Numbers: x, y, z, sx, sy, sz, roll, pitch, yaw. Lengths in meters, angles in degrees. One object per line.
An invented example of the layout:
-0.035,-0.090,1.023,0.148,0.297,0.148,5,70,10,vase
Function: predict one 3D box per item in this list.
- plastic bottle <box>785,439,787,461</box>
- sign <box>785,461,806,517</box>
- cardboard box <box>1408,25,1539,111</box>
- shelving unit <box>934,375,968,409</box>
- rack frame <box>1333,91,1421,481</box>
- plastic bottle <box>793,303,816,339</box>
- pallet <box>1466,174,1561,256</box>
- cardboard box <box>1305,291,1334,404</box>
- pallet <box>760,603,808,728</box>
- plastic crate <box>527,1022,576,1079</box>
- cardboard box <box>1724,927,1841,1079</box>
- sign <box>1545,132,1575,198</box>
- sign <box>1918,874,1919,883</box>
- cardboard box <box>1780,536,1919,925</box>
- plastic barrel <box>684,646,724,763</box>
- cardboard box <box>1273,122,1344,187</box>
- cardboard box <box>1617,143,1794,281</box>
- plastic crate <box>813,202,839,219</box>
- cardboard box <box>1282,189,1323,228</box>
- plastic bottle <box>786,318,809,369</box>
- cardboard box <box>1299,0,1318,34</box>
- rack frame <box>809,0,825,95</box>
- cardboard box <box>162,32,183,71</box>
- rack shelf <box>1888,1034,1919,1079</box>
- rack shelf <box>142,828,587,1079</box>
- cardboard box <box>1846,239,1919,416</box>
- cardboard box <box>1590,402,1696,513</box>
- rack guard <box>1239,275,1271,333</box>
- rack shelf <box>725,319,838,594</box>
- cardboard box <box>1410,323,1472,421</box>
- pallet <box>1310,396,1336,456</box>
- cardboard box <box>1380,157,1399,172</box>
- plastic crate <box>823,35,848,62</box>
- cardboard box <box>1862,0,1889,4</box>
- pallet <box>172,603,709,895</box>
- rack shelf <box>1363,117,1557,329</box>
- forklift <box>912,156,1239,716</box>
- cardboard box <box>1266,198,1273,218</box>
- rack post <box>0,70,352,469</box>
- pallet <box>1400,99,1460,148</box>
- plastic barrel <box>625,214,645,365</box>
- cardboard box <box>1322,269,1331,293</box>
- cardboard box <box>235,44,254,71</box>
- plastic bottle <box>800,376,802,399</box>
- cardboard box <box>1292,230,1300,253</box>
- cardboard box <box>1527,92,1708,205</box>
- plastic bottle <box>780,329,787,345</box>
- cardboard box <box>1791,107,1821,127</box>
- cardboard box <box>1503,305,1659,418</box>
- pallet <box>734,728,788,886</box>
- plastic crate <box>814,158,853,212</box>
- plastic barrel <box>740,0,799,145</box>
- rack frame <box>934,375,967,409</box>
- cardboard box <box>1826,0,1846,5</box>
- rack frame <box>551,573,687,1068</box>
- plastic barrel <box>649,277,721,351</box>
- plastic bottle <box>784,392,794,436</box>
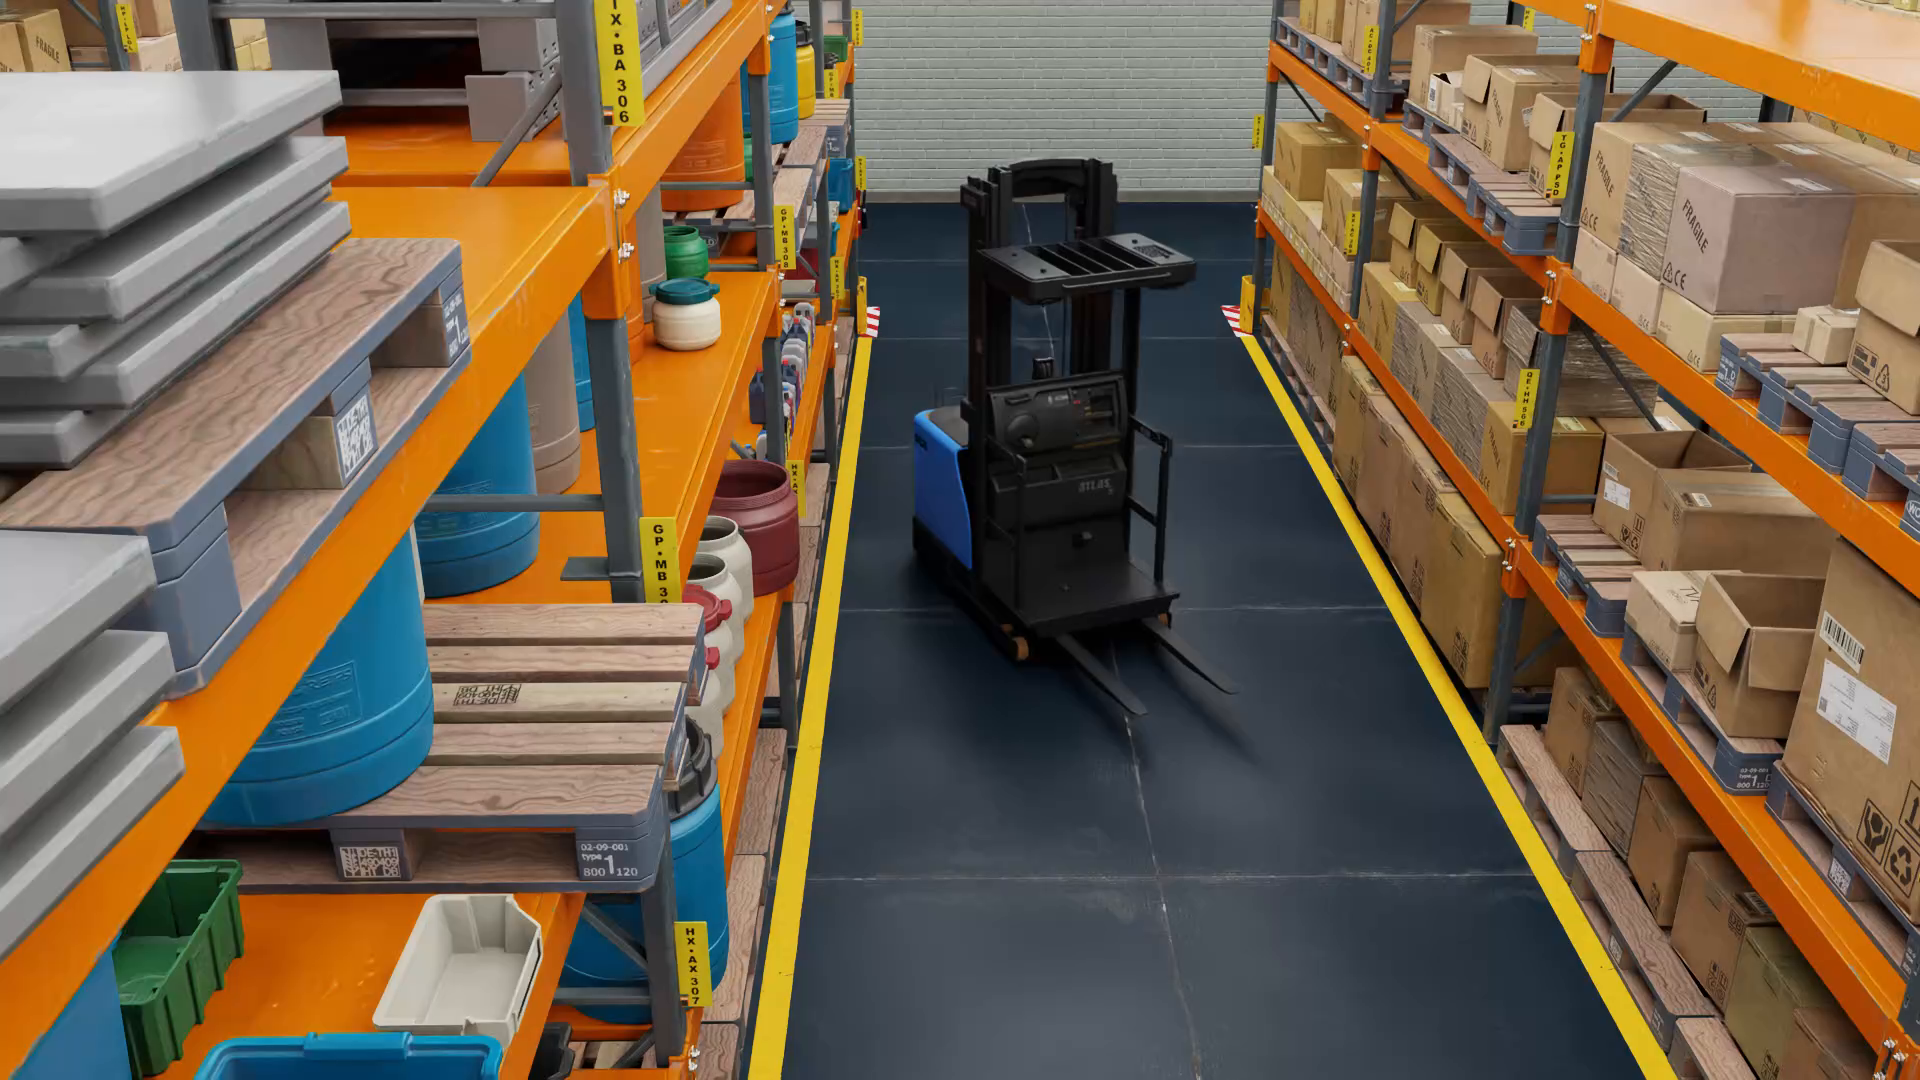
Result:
-1.071,-0.565,9.885,0.061,0.283,0.133,0,24,-1,plastic bottle
-0.879,-0.272,8.898,0.100,0.325,0.005,0,24,-1,sign
3.497,-3.228,11.359,0.700,0.500,0.500,0,24,1,cardboard box
-0.041,-0.574,11.947,0.258,1.200,0.189,-7,25,-16,shelving unit
3.480,-1.863,12.613,1.000,3.000,0.127,0,24,-1,rack frame
-1.145,-1.624,12.234,0.152,0.276,0.135,0,24,-1,plastic bottle
3.464,-1.761,8.976,1.213,0.211,1.003,1,24,2,pallet
3.543,-1.730,14.386,0.875,0.875,0.875,0,24,-1,cardboard box
-1.479,0.753,10.212,1.003,0.211,1.213,0,24,-1,pallet
-1.507,1.700,4.810,0.767,0.338,0.504,0,24,-1,plastic crate
3.596,1.922,6.743,0.700,0.500,0.500,0,24,-1,cardboard box
2.969,-1.854,8.230,0.100,0.325,0.005,0,24,-1,sign
3.013,0.910,5.077,0.100,0.325,0.005,0,24,-1,sign
3.699,0.641,5.839,1.000,1.000,1.000,0,24,0,cardboard box
-1.184,0.696,6.789,0.433,0.535,0.433,0,24,0,plastic barrel
3.177,-3.515,15.177,0.500,0.500,0.500,-1,24,-2,cardboard box
3.274,-1.451,7.334,0.500,0.500,0.500,0,24,0,cardboard box
-1.326,-3.061,15.509,0.396,0.136,0.243,0,24,-1,plastic crate
3.186,-2.958,14.856,0.500,0.250,0.500,-1,24,-2,cardboard box
-1.133,-1.365,11.571,0.144,0.351,0.185,0,24,-1,plastic bottle
3.381,-4.714,14.524,0.700,0.500,0.500,-1,24,-2,cardboard box
-1.472,-4.574,11.328,1.000,3.000,0.127,0,24,-1,rack frame
-6.190,-3.754,12.729,0.500,0.250,0.500,0,24,-1,cardboard box
3.589,2.585,3.650,1.077,0.370,4.000,0,24,-1,rack shelf
-1.363,1.241,2.983,1.077,0.370,4.000,0,24,-1,rack shelf
3.650,-0.754,5.886,0.797,0.503,0.637,1,24,2,cardboard box
3.791,-0.462,9.394,0.500,0.500,0.500,0,24,1,cardboard box
3.436,-2.382,16.794,1.175,0.500,0.348,0,24,-1,rack guard
-1.451,-0.689,10.890,1.077,0.370,4.000,0,24,-1,rack shelf
3.258,-1.092,10.786,0.500,0.500,0.500,0,24,0,cardboard box
3.550,-0.906,13.881,1.003,0.211,1.213,0,24,-1,pallet
3.723,-2.888,13.790,0.500,0.500,0.500,-1,24,-2,cardboard box
-1.220,-4.354,14.738,0.450,0.188,0.336,0,24,-1,plastic crate
8.090,-4.748,14.443,0.380,0.149,0.250,0,24,0,cardboard box
-1.280,0.472,4.040,1.213,0.211,1.003,0,24,-1,pallet
3.502,-2.078,10.321,1.077,0.370,4.000,0,24,-1,rack shelf
0.714,-0.767,10.274,1.130,2.935,3.031,-10,26,-21,forklift
3.115,-3.144,15.749,0.380,0.149,0.250,-1,24,-1,cardboard box
-1.394,-0.394,2.175,0.937,0.300,0.954,-1,24,-2,rack post
3.540,-2.765,11.200,0.805,0.209,1.217,-1,24,-3,pallet
-1.630,-1.146,6.867,0.600,0.830,0.708,0,24,-1,plastic barrel
3.144,-2.085,13.408,0.380,0.149,0.250,-1,24,-1,cardboard box
-6.198,-3.938,13.743,0.500,0.250,0.500,0,24,-1,cardboard box
-1.103,-1.032,11.017,0.097,0.201,0.097,0,24,0,plastic bottle
3.129,-2.615,14.581,0.380,0.149,0.250,-1,24,-2,cardboard box
3.445,-2.071,8.798,0.797,0.503,0.637,1,24,3,cardboard box
-1.277,-1.364,11.570,0.144,0.351,0.185,0,24,-1,plastic bottle
8.137,-3.943,15.515,0.500,0.500,0.500,0,24,-1,cardboard box
3.532,-1.019,9.408,0.797,0.503,0.637,1,24,1,cardboard box
-1.459,1.397,8.788,1.003,0.211,1.213,0,24,-1,pallet
-1.326,-3.396,15.885,0.616,0.435,0.499,0,24,-1,plastic crate
-1.301,-2.925,10.202,0.600,0.901,0.708,0,24,-1,plastic barrel
-0.069,-0.610,12.026,0.240,1.200,0.006,-7,25,-16,rack frame
8.142,-4.832,15.113,0.500,0.250,0.500,0,24,0,cardboard box
-1.385,1.456,5.275,1.000,3.000,0.127,0,24,-1,rack frame
-1.181,-0.973,7.174,0.301,0.262,0.301,0,24,0,plastic barrel
-1.077,-0.796,10.394,0.061,0.283,0.133,0,24,-1,plastic bottle
